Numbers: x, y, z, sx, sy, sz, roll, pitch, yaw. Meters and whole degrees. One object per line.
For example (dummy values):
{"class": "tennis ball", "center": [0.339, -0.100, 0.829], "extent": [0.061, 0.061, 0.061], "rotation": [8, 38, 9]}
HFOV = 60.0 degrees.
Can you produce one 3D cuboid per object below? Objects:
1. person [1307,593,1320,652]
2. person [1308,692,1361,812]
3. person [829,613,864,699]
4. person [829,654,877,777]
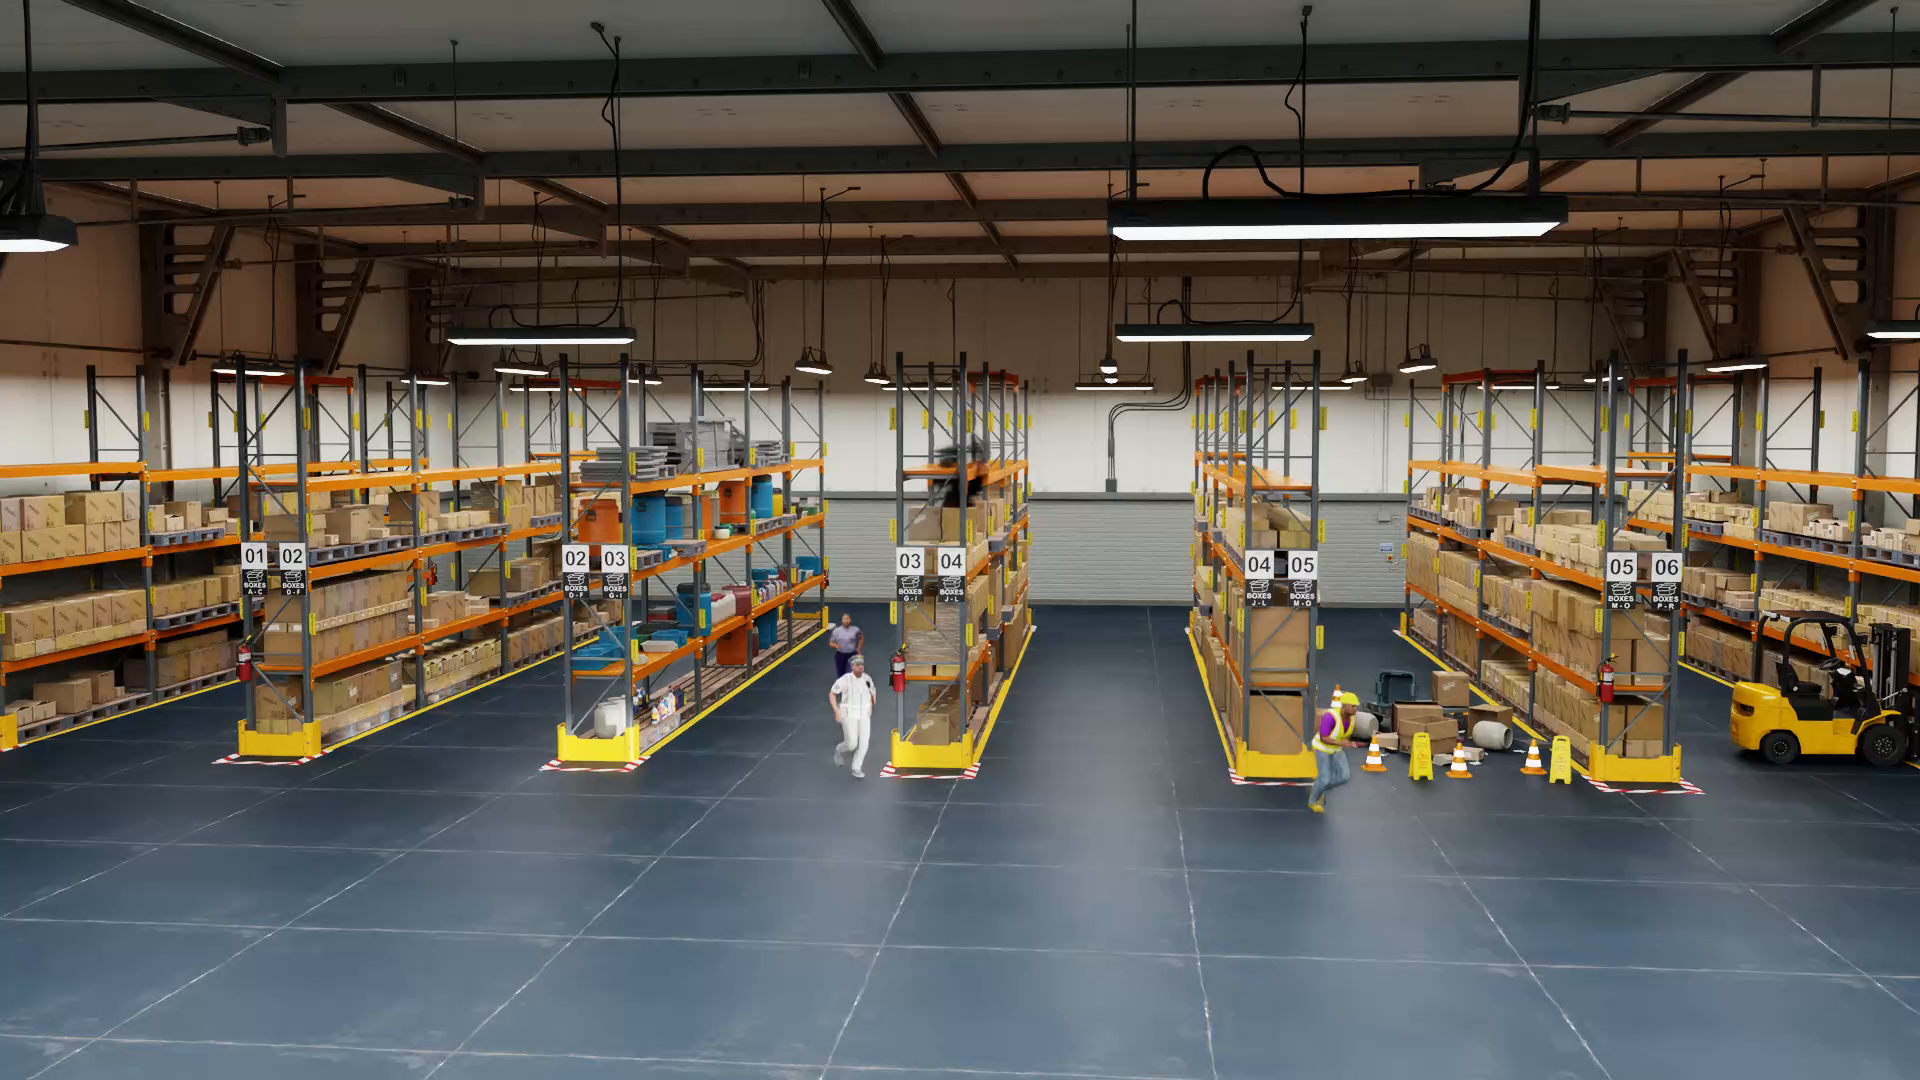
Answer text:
{"class": "person", "center": [7.513, 1.603, 36.092], "extent": [0.558, 1.662, 0.587], "rotation": [0, 4, 3]}
{"class": "person", "center": [4.803, 2.698, 21.165], "extent": [0.726, 1.602, 0.851], "rotation": [-3, 5, -34]}
{"class": "person", "center": [-1.986, 2.088, 29.121], "extent": [0.612, 1.634, 0.894], "rotation": [0, 4, -2]}
{"class": "person", "center": [-1.488, 2.465, 23.555], "extent": [0.694, 1.723, 0.624], "rotation": [-2, 5, -30]}
